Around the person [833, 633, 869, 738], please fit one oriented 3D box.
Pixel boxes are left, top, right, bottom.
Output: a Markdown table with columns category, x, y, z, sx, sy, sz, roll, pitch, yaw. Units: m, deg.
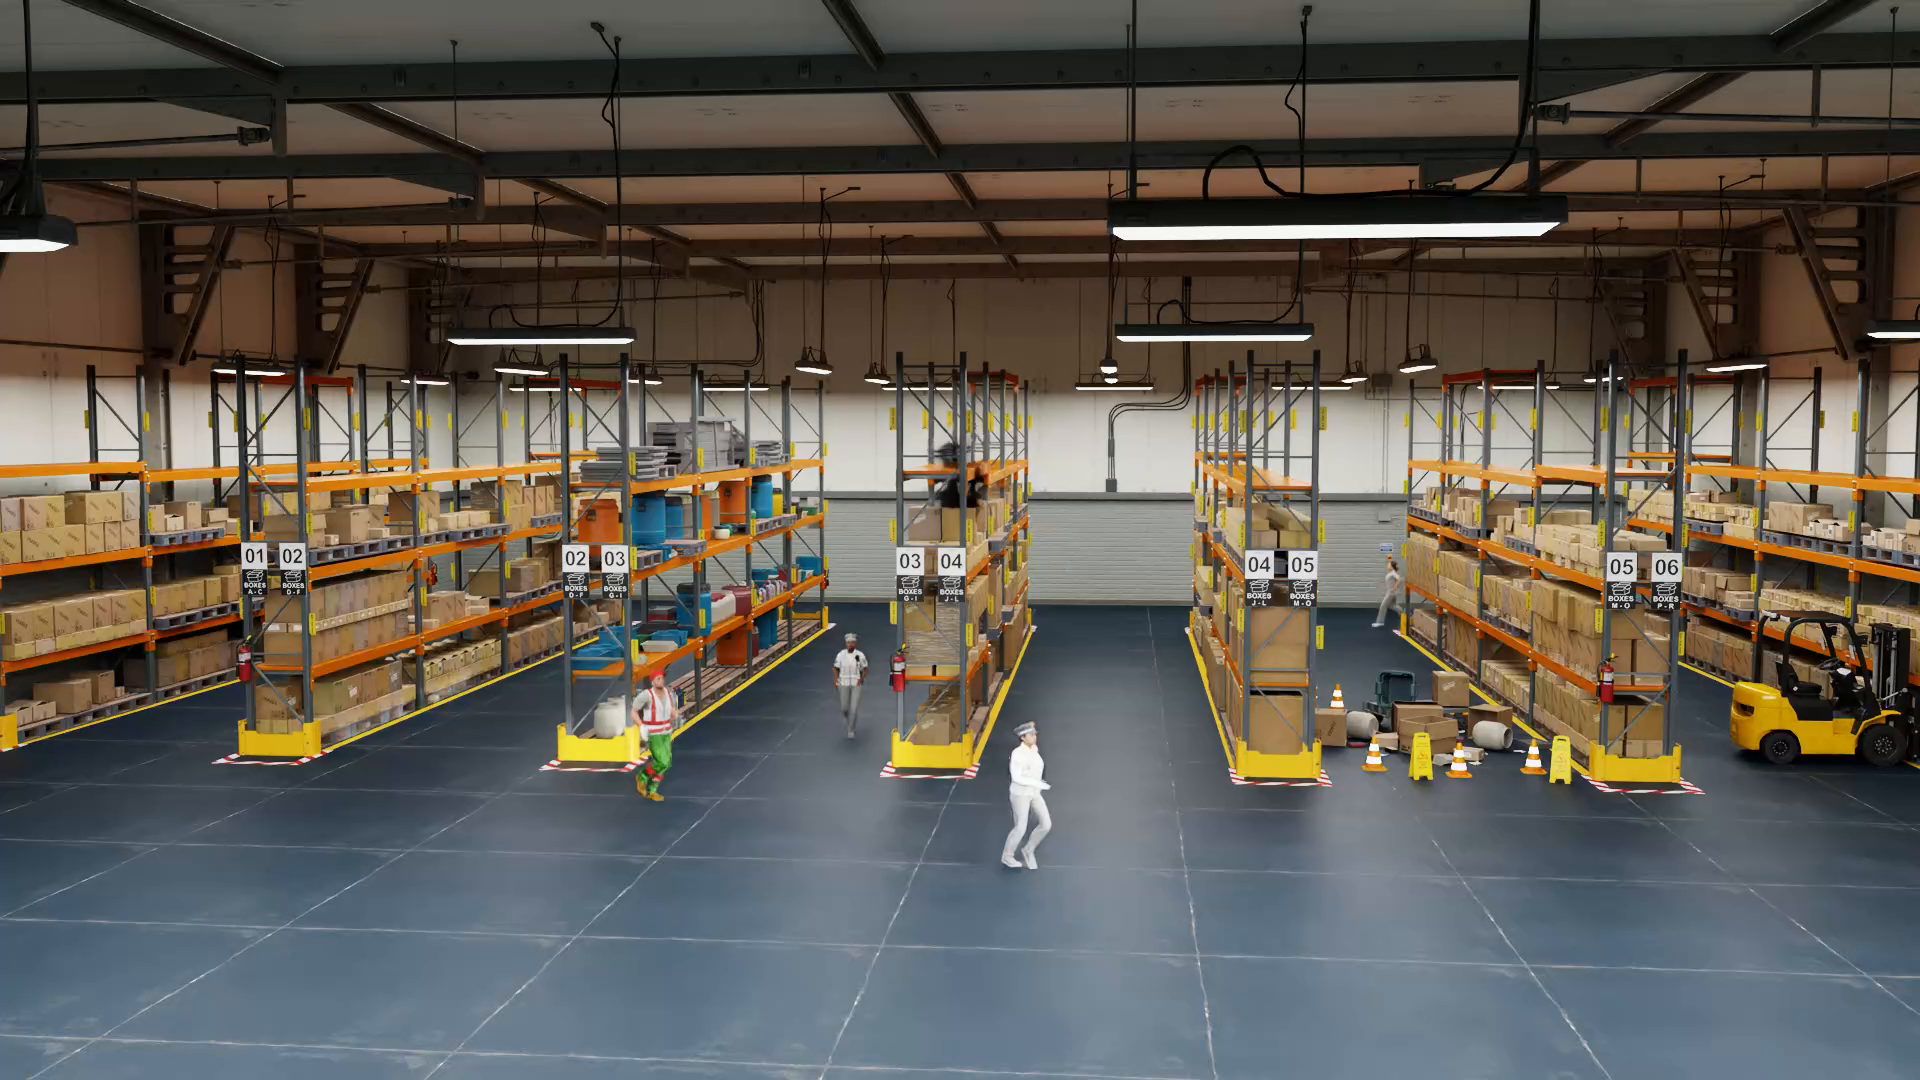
| category | x | y | z | sx | sy | sz | roll | pitch | yaw |
| --- | --- | --- | --- | --- | --- | --- | --- | --- | --- |
| person | -1.736 | 2.303 | 26.462 | 0.575 | 1.660 | 0.562 | 0 | 4 | -2 |

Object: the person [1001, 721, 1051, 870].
| category | x | y | z | sx | sy | sz | roll | pitch | yaw |
| --- | --- | --- | --- | --- | --- | --- | --- | --- | --- |
| person | 0.772 | 2.857 | 18.521 | 0.664 | 1.711 | 0.634 | 3 | 5 | 38 |

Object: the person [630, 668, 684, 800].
| category | x | y | z | sx | sy | sz | roll | pitch | yaw |
| --- | --- | --- | --- | --- | --- | --- | --- | --- | --- |
| person | -3.940 | 2.569 | 21.952 | 0.561 | 1.749 | 0.637 | 3 | 5 | 38 |

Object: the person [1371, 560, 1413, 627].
| category | x | y | z | sx | sy | sz | roll | pitch | yaw |
| --- | --- | --- | --- | --- | --- | --- | --- | --- | --- |
| person | 10.517 | 1.315 | 40.411 | 0.989 | 1.649 | 0.603 | 1 | 4 | 14 |
